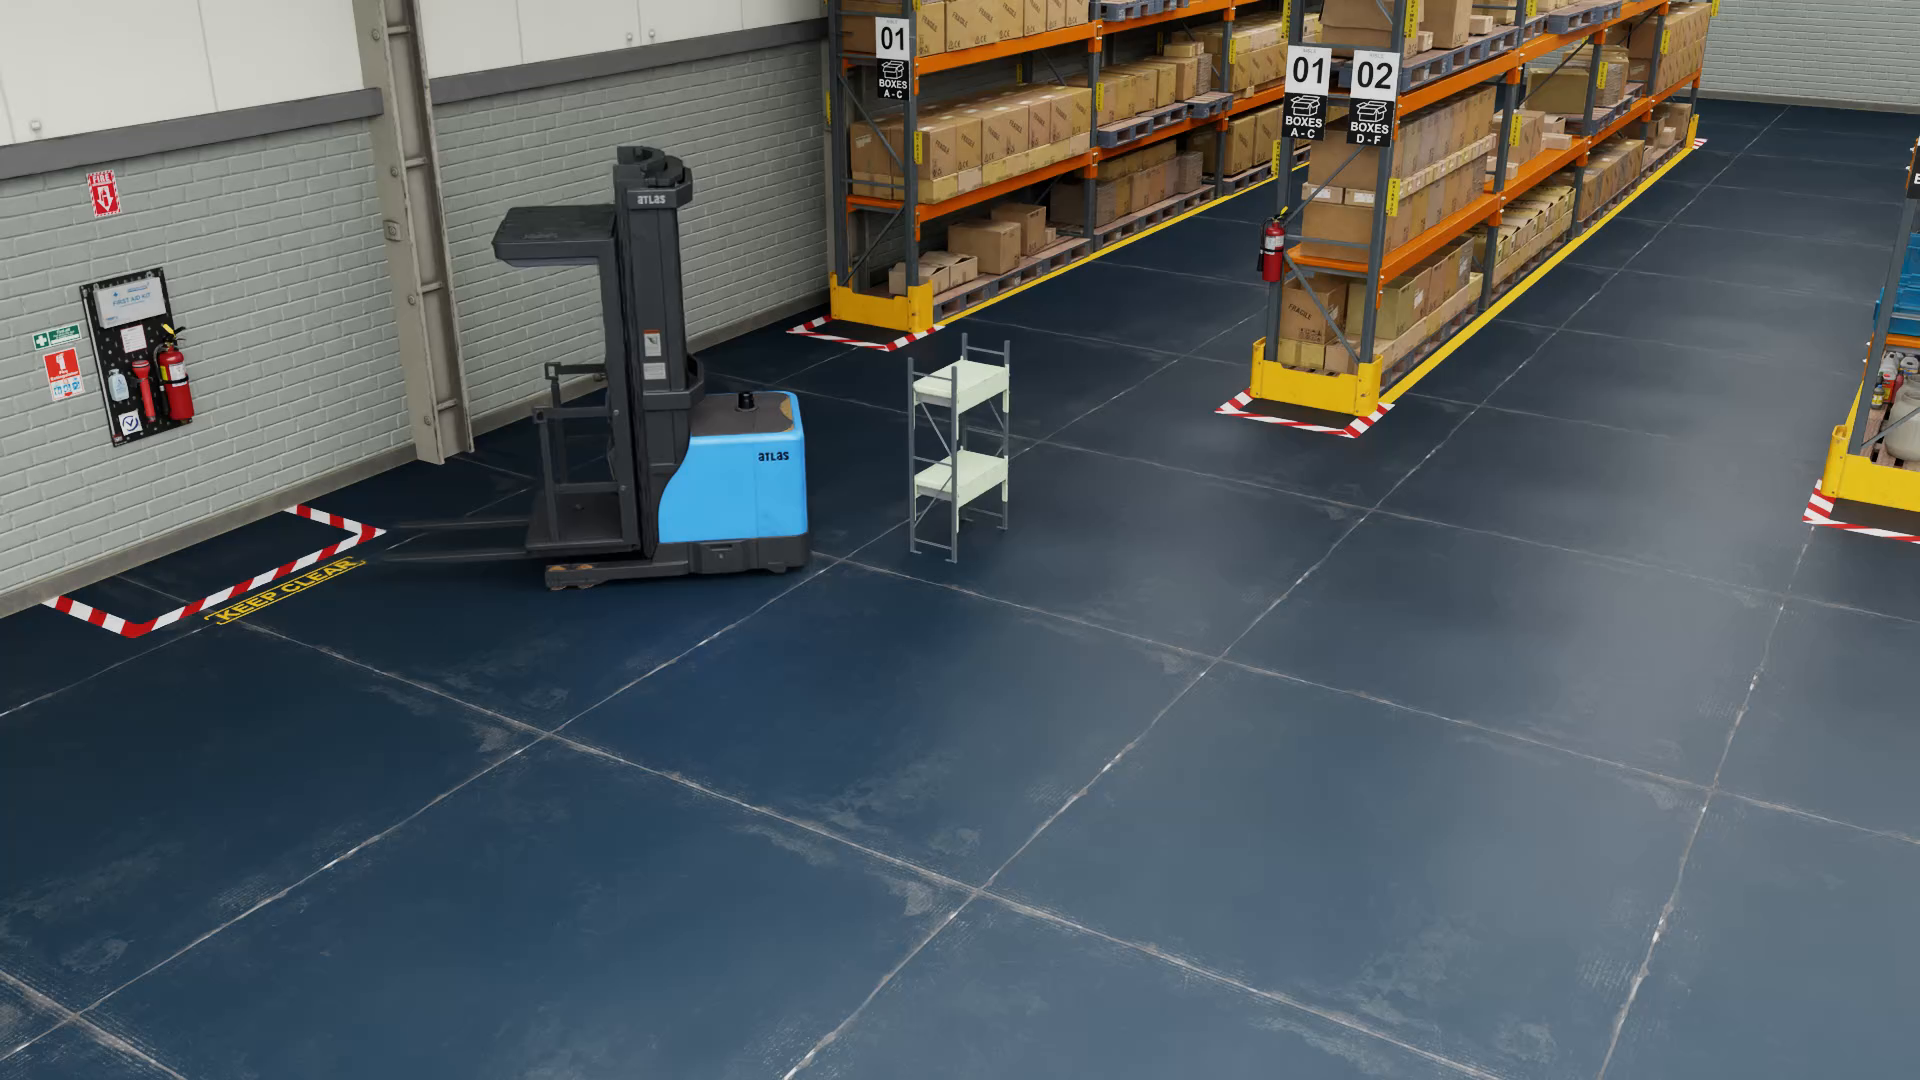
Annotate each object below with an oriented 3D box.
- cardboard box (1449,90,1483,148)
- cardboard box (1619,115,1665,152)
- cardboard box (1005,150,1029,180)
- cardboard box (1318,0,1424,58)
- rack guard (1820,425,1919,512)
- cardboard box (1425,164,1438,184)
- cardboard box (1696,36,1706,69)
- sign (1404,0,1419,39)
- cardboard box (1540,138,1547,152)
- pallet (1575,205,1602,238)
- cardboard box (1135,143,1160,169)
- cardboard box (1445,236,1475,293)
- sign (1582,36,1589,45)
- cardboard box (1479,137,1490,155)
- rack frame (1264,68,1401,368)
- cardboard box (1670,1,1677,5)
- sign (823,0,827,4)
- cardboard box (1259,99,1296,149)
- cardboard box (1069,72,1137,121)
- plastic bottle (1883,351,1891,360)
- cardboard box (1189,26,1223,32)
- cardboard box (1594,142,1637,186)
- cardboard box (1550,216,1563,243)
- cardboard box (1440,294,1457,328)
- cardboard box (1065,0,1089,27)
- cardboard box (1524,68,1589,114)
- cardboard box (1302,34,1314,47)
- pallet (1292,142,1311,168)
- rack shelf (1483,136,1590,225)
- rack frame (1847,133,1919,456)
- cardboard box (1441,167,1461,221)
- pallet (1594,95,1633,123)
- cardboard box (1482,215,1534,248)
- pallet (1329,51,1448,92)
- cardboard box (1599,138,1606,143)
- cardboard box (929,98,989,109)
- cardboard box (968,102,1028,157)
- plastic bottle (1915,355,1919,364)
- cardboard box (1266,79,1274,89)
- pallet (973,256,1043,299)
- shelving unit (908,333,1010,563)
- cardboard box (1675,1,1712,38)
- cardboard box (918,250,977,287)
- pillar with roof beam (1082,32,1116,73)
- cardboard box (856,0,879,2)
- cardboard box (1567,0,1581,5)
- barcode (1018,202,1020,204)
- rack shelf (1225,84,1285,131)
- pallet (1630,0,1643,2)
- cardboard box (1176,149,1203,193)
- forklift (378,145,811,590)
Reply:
[{"bbox_3d":[4.935,-4.351,17.102,0.700,0.500,0.500,14,27,29],"label":"cardboard box"},{"bbox_3d":[10.635,-6.423,26.236,0.797,0.503,0.637,14,27,29],"label":"cardboard box"},{"bbox_3d":[0.440,-4.276,18.852,0.500,0.250,0.500,14,27,29],"label":"cardboard box"},{"bbox_3d":[3.626,-4.556,14.723,0.797,0.503,0.637,16,28,33],"label":"cardboard box"},{"bbox_3d":[7.525,-0.531,13.183,1.175,0.500,0.348,14,27,29],"label":"rack guard"},{"bbox_3d":[4.386,-3.548,16.063,0.380,0.149,0.250,13,27,28],"label":"cardboard box"},{"bbox_3d":[11.754,-7.920,26.978,0.500,0.500,0.500,15,27,31],"label":"cardboard box"},{"bbox_3d":[3.787,-4.377,13.946,0.100,0.325,0.005,14,27,29],"label":"sign"},{"bbox_3d":[6.914,-4.824,20.270,0.380,0.149,0.250,16,28,33],"label":"cardboard box"},{"bbox_3d":[7.965,-4.346,22.360,1.003,0.211,1.213,14,27,29],"label":"pallet"},{"bbox_3d":[2.372,-5.210,22.493,0.500,0.250,0.500,14,27,29],"label":"cardboard box"},{"bbox_3d":[5.096,-2.938,17.586,0.500,0.500,0.500,14,27,29],"label":"cardboard box"},{"bbox_3d":[9.184,-7.240,24.445,0.100,0.325,0.005,14,27,29],"label":"sign"},{"bbox_3d":[5.335,-4.156,17.467,0.380,0.149,0.250,13,27,28],"label":"cardboard box"},{"bbox_3d":[3.319,-2.682,15.005,1.000,3.000,0.127,14,27,29],"label":"rack frame"},{"bbox_3d":[11.301,-8.492,27.042,0.500,0.500,0.500,15,27,31],"label":"cardboard box"},{"bbox_3d":[-1.353,-5.625,16.912,0.100,0.325,0.005,14,27,29],"label":"sign"},{"bbox_3d":[4.740,-6.428,25.835,0.750,0.750,0.750,15,27,31],"label":"cardboard box"},{"bbox_3d":[1.817,-5.668,21.224,0.700,0.500,0.500,17,29,34],"label":"cardboard box"},{"bbox_3d":[8.635,-1.652,15.491,0.061,0.283,0.133,15,28,31],"label":"plastic bottle"},{"bbox_3d":[3.624,-7.336,24.286,0.500,0.250,0.500,13,27,27],"label":"cardboard box"},{"bbox_3d":[9.364,-5.395,23.865,0.500,0.500,0.500,14,27,29],"label":"cardboard box"},{"bbox_3d":[7.200,-3.909,20.773,0.500,0.250,0.500,14,27,28],"label":"cardboard box"},{"bbox_3d":[4.847,-2.422,17.337,0.500,0.250,0.500,14,27,29],"label":"cardboard box"},{"bbox_3d":[1.161,-6.277,19.383,0.500,0.500,0.500,15,27,30],"label":"cardboard box"},{"bbox_3d":[7.775,-5.857,21.684,0.700,0.500,0.500,5,24,11],"label":"cardboard box"},{"bbox_3d":[5.148,-7.577,25.788,0.500,0.500,0.500,14,27,29],"label":"cardboard box"},{"bbox_3d":[5.095,-6.213,26.672,1.003,0.211,1.213,14,27,29],"label":"pallet"},{"bbox_3d":[6.484,-4.377,19.826,1.077,0.370,4.000,14,27,29],"label":"rack shelf"},{"bbox_3d":[7.525,-1.643,12.604,1.000,3.000,0.127,14,27,29],"label":"rack frame"},{"bbox_3d":[4.659,-3.579,16.951,0.700,0.500,0.500,14,27,30],"label":"cardboard box"},{"bbox_3d":[8.561,-5.951,22.799,1.003,0.211,1.213,14,27,29],"label":"pallet"},{"bbox_3d":[6.399,-3.650,19.468,0.500,0.311,0.500,13,27,27],"label":"cardboard box"},{"bbox_3d":[3.714,-4.251,14.965,1.003,0.211,1.213,14,27,29],"label":"pallet"},{"bbox_3d":[9.187,-5.675,24.511,0.500,0.500,0.500,13,26,27],"label":"cardboard box"},{"bbox_3d":[-0.015,-4.720,18.933,0.500,0.500,0.500,14,27,30],"label":"cardboard box"},{"bbox_3d":[0.425,-4.616,18.692,0.500,0.500,0.500,15,27,31],"label":"cardboard box"},{"bbox_3d":[8.979,-1.763,15.663,0.144,0.351,0.185,14,27,29],"label":"plastic bottle"},{"bbox_3d":[4.499,-6.895,25.029,0.380,0.149,0.250,14,27,29],"label":"cardboard box"},{"bbox_3d":[0.251,-3.142,19.577,1.003,0.211,1.213,14,27,29],"label":"pallet"},{"bbox_3d":[-0.004,-0.686,12.282,0.431,1.500,0.755,14,27,29],"label":"shelving unit"},{"bbox_3d":[11.758,-8.379,26.781,0.500,0.500,0.500,14,27,29],"label":"cardboard box"},{"bbox_3d":[-0.149,-3.094,18.787,0.500,0.311,0.500,16,28,33],"label":"cardboard box"},{"bbox_3d":[5.565,-8.012,19.766,9.100,9.000,0.400,14,27,29],"label":"pillar with roof beam"},{"bbox_3d":[-0.886,-5.809,17.044,0.500,0.500,0.500,15,28,31],"label":"cardboard box"},{"bbox_3d":[7.086,-6.537,19.794,0.500,0.250,0.500,15,27,30],"label":"cardboard box"},{"bbox_3d":[0.730,-4.138,20.559,0.001,0.075,0.075,14,27,29],"label":"barcode"},{"bbox_3d":[4.383,-6.764,25.339,1.077,0.370,4.000,14,27,29],"label":"rack shelf"},{"bbox_3d":[8.701,-7.466,22.517,1.213,0.211,1.003,14,27,29],"label":"pallet"},{"bbox_3d":[2.993,-5.220,23.460,0.700,0.500,0.500,14,27,30],"label":"cardboard box"},{"bbox_3d":[-2.644,-1.215,11.703,3.031,2.935,1.130,-3,24,-8],"label":"forklift"}]
